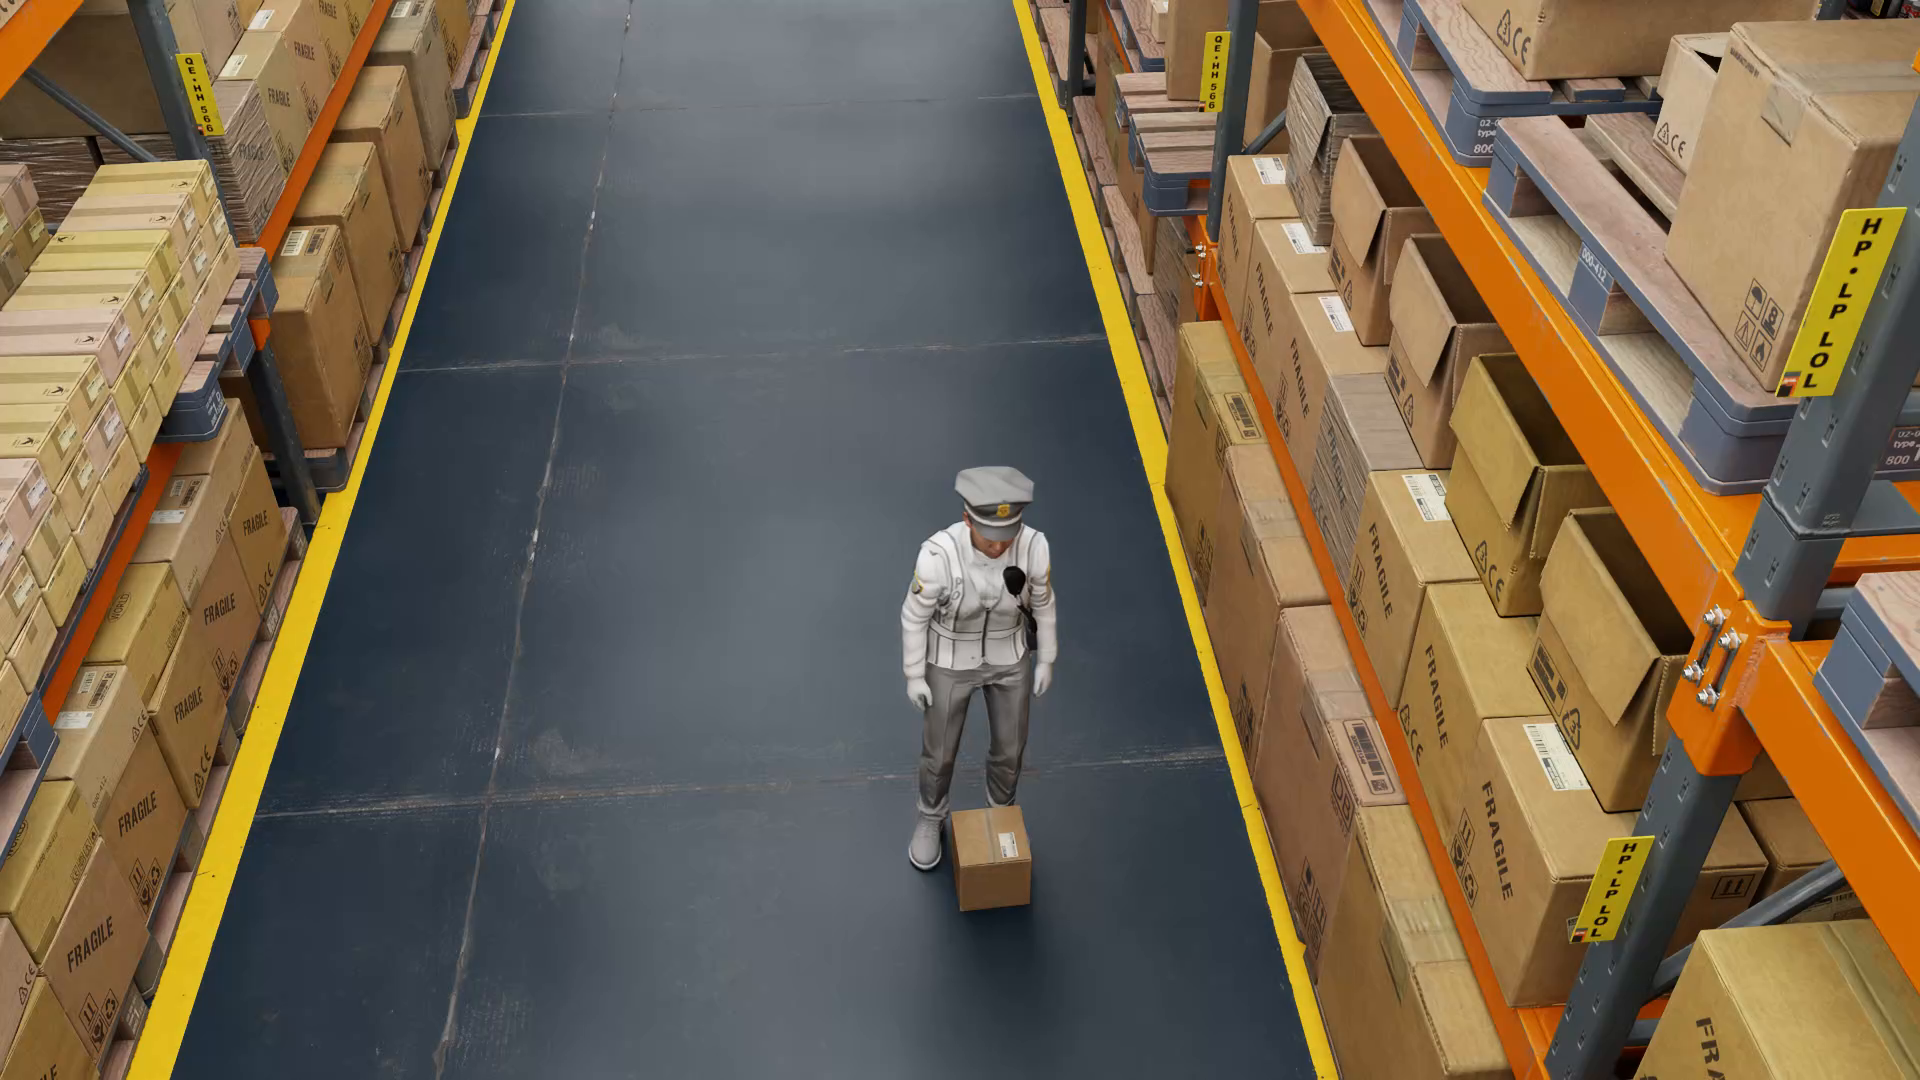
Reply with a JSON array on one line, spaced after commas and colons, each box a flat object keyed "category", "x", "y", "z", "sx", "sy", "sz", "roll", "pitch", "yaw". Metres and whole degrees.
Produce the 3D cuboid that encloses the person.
[{"category": "person", "x": 0.067, "y": 0.429, "z": 5.630, "sx": 0.541, "sy": 1.662, "sz": 0.374, "roll": -6, "pitch": 40, "yaw": -7}]
